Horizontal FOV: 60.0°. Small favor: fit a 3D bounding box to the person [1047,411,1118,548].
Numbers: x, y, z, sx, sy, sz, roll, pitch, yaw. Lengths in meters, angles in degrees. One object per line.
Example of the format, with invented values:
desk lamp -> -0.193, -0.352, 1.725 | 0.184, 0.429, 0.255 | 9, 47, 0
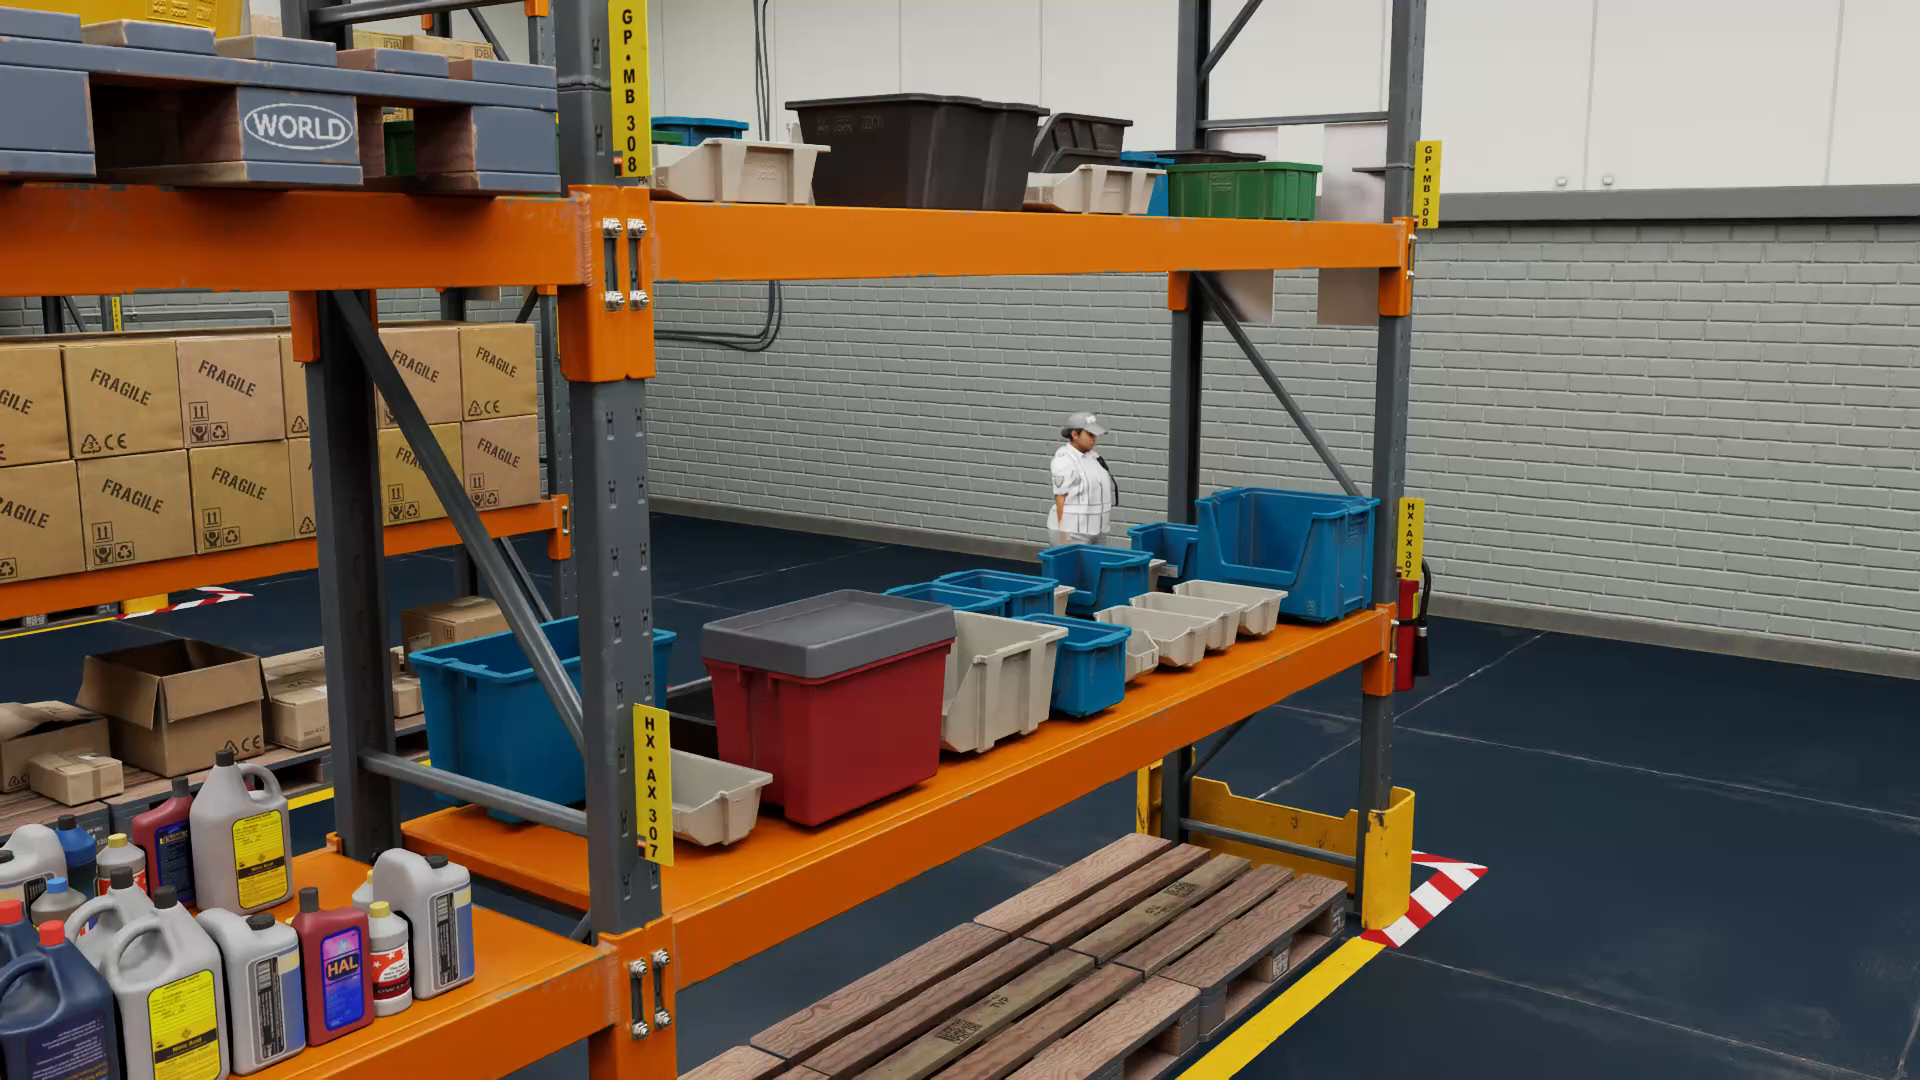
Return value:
person -> 0.812, -0.029, 11.099 | 0.390, 1.663, 0.469 | 8, 12, 37
